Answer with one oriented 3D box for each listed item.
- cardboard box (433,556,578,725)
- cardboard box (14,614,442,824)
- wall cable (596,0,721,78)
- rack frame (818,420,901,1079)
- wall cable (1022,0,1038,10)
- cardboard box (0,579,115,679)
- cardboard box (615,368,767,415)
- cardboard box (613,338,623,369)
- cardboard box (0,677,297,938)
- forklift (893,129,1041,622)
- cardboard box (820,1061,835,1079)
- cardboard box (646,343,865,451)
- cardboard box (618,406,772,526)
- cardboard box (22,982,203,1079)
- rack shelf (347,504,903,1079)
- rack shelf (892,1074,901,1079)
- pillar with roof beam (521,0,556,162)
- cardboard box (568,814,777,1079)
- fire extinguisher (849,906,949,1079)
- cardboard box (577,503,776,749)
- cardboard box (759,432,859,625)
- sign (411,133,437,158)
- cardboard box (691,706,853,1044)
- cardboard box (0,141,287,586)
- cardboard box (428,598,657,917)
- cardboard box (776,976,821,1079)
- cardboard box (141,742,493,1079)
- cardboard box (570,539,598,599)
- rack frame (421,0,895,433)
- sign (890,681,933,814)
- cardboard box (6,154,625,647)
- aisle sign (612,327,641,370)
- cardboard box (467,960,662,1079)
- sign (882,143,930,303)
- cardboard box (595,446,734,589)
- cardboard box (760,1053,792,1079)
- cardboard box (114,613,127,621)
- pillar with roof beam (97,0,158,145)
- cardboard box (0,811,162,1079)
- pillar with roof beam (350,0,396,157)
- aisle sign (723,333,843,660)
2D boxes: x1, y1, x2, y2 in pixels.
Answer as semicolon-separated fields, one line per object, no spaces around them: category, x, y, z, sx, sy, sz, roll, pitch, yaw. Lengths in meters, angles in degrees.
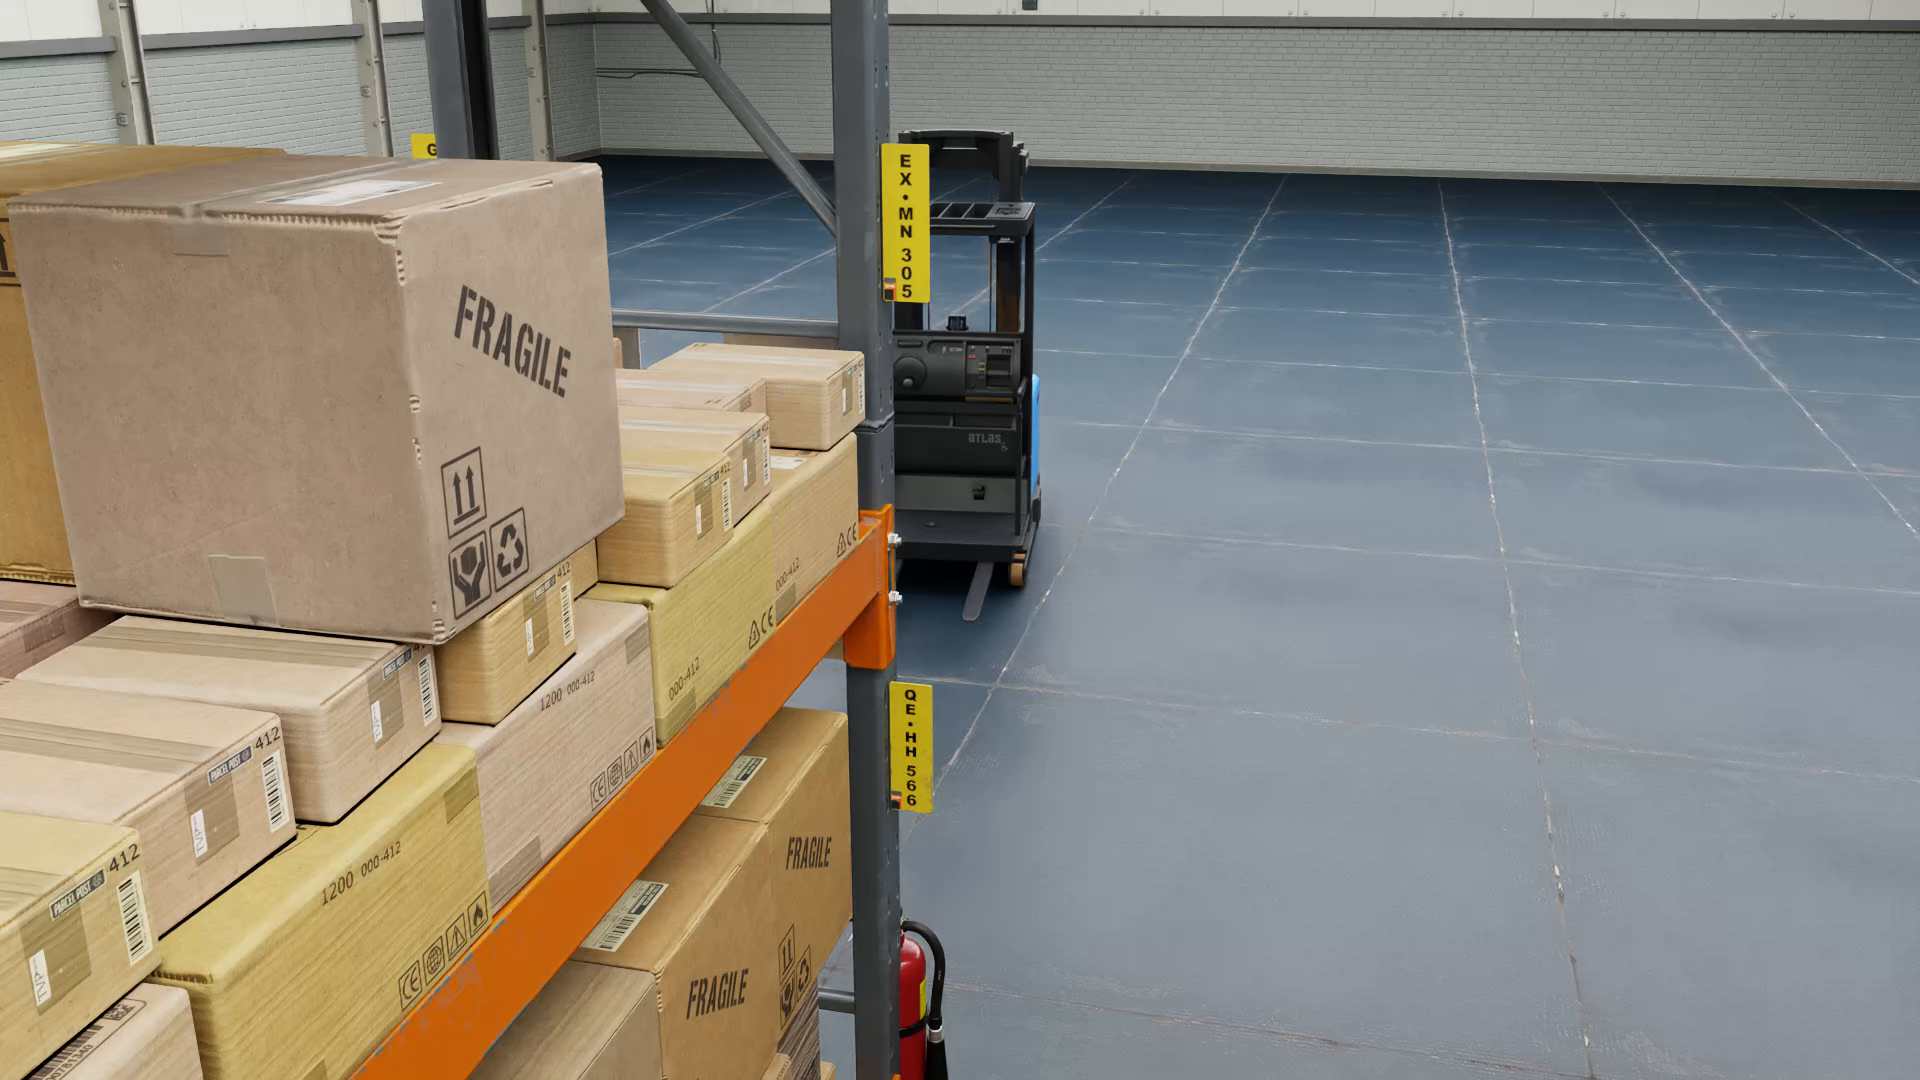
cardboard box;-0.736;0.112;2.194;0.380;0.149;0.250;4;19;11
cardboard box;-0.848;0.194;1.953;0.380;0.149;0.250;4;19;11
wall cable;-6.782;-11.488;36.702;3.097;2.526;0.112;5;19;13
rack frame;-0.646;1.130;4.238;1.000;3.000;0.127;5;19;13
wall cable;2.420;-13.812;33.441;2.305;6.003;0.169;5;19;13
cardboard box;-1.304;0.148;2.089;0.380;0.149;0.250;4;19;13
cardboard box;-0.588;-0.223;3.174;0.380;0.149;0.250;4;19;12
cardboard box;-0.937;-0.339;3.514;0.380;0.149;0.250;5;19;13
cardboard box;-0.933;0.274;1.719;0.380;0.149;0.250;5;20;15
forklift;-0.073;-1.185;11.124;1.130;2.935;3.031;2;19;6
cardboard box;-0.515;1.355;3.970;0.380;0.149;0.250;5;19;13
cardboard box;-0.411;-0.295;3.386;0.380;0.149;0.250;5;19;13
cardboard box;-0.549;-0.129;2.898;0.380;0.149;0.250;4;19;11
cardboard box;-1.009;0.593;1.401;0.500;0.250;0.500;4;19;11
rack shelf;-1.134;0.678;2.034;1.077;0.370;4.000;5;19;13
rack shelf;-1.134;2.097;2.519;1.077;0.370;4.000;5;19;13
pillar with roof beam;-4.609;-11.798;32.807;9.100;9.000;0.400;5;19;13
cardboard box;-0.657;0.818;2.990;0.500;0.500;0.500;5;19;13
fire extinguisher;-0.171;1.167;4.249;0.296;0.674;0.183;5;19;13
cardboard box;-0.636;0.110;2.818;0.500;0.250;0.500;5;19;14
cardboard box;-0.517;-0.047;3.276;0.500;0.250;0.500;5;20;15
sign;-1.172;-0.746;3.737;0.100;0.325;0.005;5;19;13
cardboard box;-0.540;0.661;3.451;0.500;0.500;0.500;5;19;13
cardboard box;-1.270;-0.270;2.308;0.500;0.500;0.500;5;19;13
cardboard box;-0.770;0.269;2.349;0.500;0.250;0.500;5;20;15
cardboard box;-0.807;1.112;3.676;0.875;0.500;0.500;5;19;13
cardboard box;-0.888;0.428;1.887;0.500;0.250;0.500;4;19;12
cardboard box;-0.768;0.020;2.464;0.380;0.149;0.250;5;19;14
rack frame;-0.646;-1.709;3.269;1.000;3.000;0.127;5;19;13
sign;-0.112;0.483;3.853;0.100;0.325;0.005;5;19;13
cardboard box;-0.779;-0.208;2.127;0.500;0.500;0.500;5;19;13
aisle sign;-0.921;-0.143;3.944;0.394;0.787;0.004;5;19;13
cardboard box;-0.782;0.974;2.532;0.500;0.500;0.500;5;19;13
sign;-0.112;-0.658;3.464;0.100;0.325;0.005;5;19;13
cardboard box;-0.587;-0.048;2.662;0.380;0.149;0.250;5;19;14
cardboard box;-0.812;1.278;3.189;0.875;0.500;0.500;5;19;13
cardboard box;-1.288;0.066;2.328;0.380;0.149;0.250;4;19;11
pillar with roof beam;-7.541;-8.037;21.796;9.100;9.000;0.400;5;19;13
cardboard box;-0.963;0.357;1.475;0.380;0.149;0.250;4;19;12
pillar with roof beam;-6.075;-9.918;27.302;9.100;9.000;0.400;5;19;13
aisle sign;-0.340;-0.096;3.806;0.394;0.787;0.004;5;19;13
